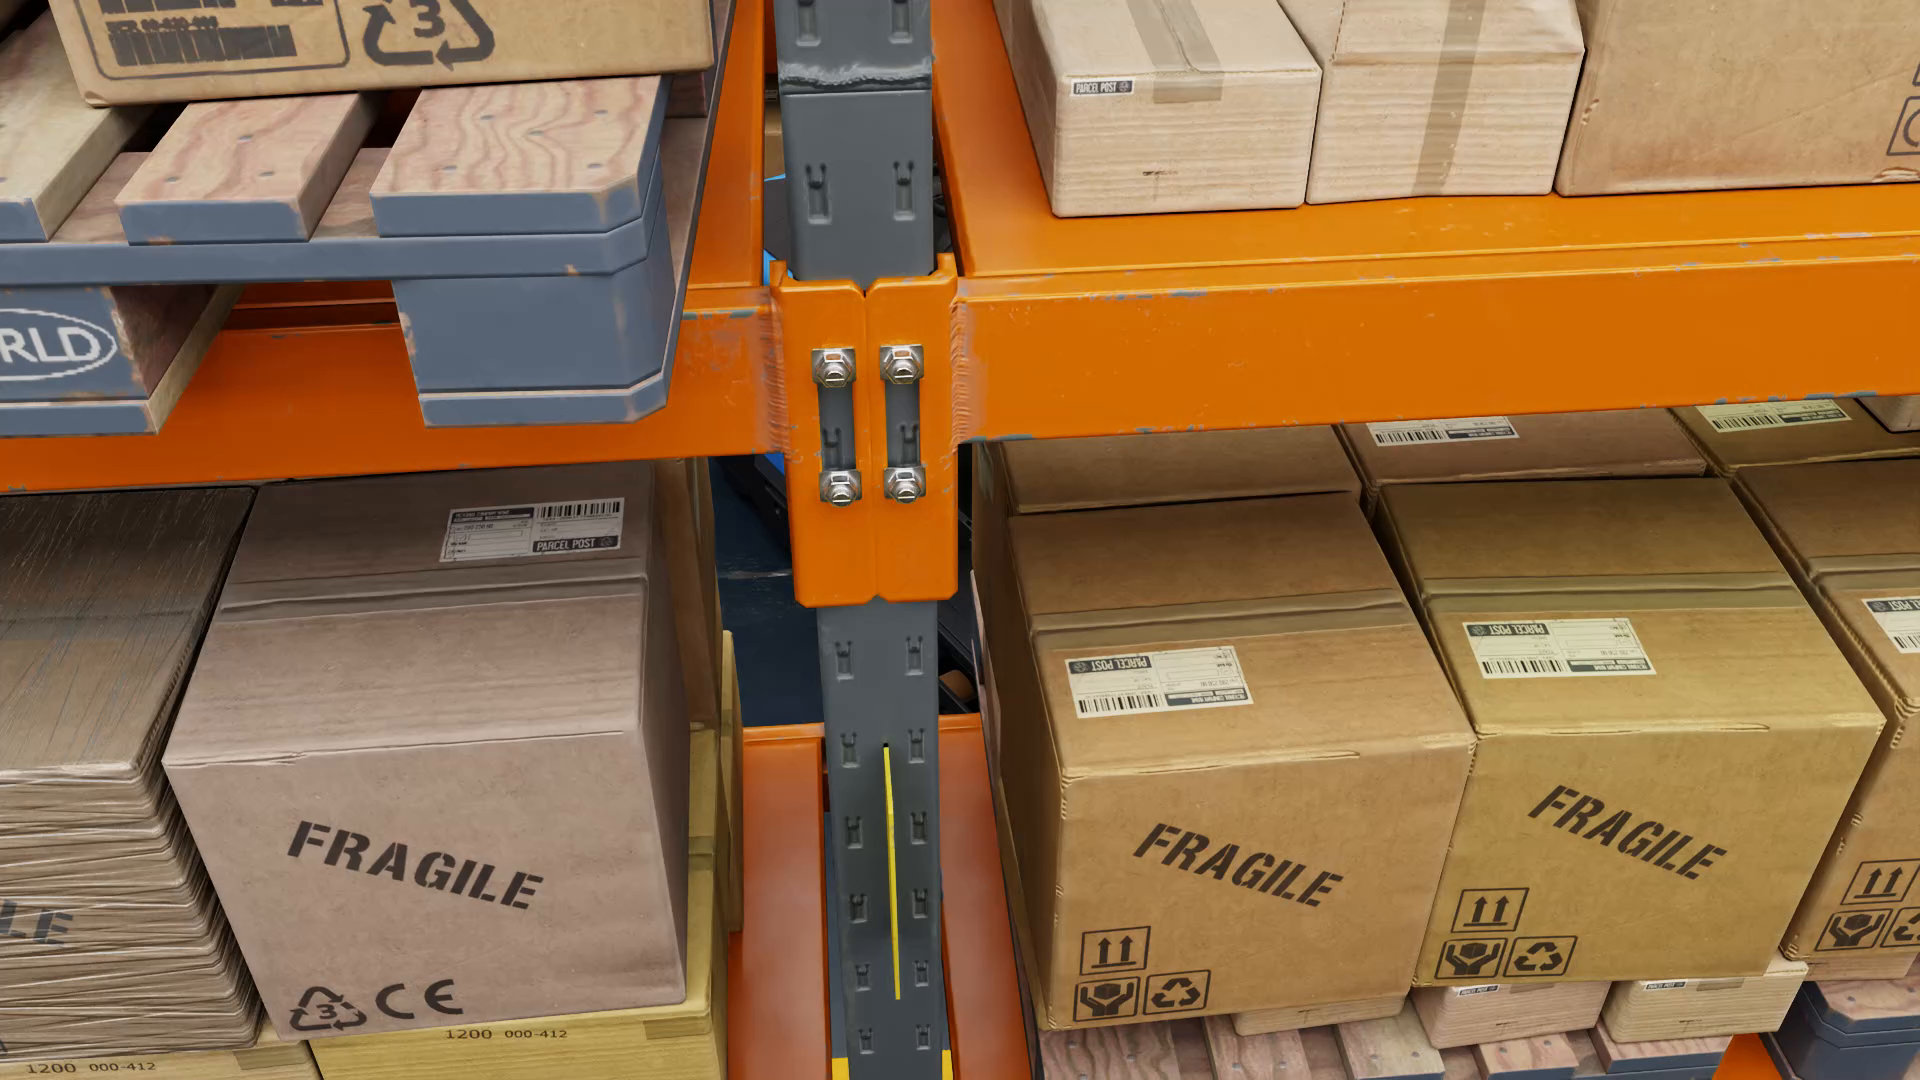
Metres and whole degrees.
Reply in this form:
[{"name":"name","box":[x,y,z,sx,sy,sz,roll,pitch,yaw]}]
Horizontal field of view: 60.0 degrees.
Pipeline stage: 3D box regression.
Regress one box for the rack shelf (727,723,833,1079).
[{"name":"rack shelf","box":[-2.122,0.891,2.780,4.000,0.370,1.077,-3,38,-4]}]

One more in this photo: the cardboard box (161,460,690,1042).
[{"name":"cardboard box","box":[-0.622,0.257,2.115,0.500,0.500,0.500,-4,38,-5]}]

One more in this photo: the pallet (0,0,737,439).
[{"name":"pallet","box":[-0.767,-0.537,1.740,1.003,0.211,1.213,-1,38,-2]}]

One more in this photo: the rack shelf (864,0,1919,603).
[{"name":"rack shelf","box":[1.862,-0.506,2.129,4.000,0.370,1.077,-3,38,-4]}]

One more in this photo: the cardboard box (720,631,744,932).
[{"name":"cardboard box","box":[-0.640,0.429,2.906,0.500,0.250,0.500,-4,38,-5]}]

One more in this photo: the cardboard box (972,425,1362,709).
[{"name":"cardboard box","box":[0.298,-0.019,2.692,0.500,0.500,0.500,-4,38,-5]}]

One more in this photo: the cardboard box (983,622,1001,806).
[{"name":"cardboard box","box":[0.176,0.269,2.851,0.250,0.149,0.380,-2,38,-2]}]

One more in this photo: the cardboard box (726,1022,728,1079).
[{"name":"cardboard box","box":[-0.611,0.745,2.505,0.500,0.250,0.500,-4,38,-6]}]

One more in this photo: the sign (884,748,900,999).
[{"name":"sign","box":[-0.078,0.386,1.904,0.005,0.325,0.100,-3,38,-4]}]

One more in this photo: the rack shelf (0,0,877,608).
[{"name":"rack shelf","box":[-2.122,-0.287,1.851,4.000,0.370,1.077,-3,38,-4]}]

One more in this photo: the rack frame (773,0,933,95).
[{"name":"rack frame","box":[-0.130,-1.857,0.838,0.127,3.000,1.000,-3,38,-4]}]

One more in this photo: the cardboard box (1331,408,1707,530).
[{"name":"cardboard box","box":[0.812,-0.054,2.737,0.500,0.500,0.500,-4,38,-5]}]

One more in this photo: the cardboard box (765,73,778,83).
[{"name":"cardboard box","box":[-1.018,-1.897,7.412,0.500,0.500,0.500,-2,38,-2]}]

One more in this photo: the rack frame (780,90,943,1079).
[{"name":"rack frame","box":[-0.130,0.499,2.697,0.127,3.000,1.000,-3,38,-4]}]

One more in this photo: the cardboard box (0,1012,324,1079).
[{"name":"cardboard box","box":[-1.100,0.575,2.317,0.500,0.250,0.500,-4,38,-5]}]

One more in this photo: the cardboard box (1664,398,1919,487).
[{"name":"cardboard box","box":[1.315,-0.082,2.773,0.500,0.500,0.500,-6,39,-7]}]

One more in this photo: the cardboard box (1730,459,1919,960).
[{"name":"cardboard box","box":[1.385,0.230,2.378,0.500,0.500,0.500,-3,38,-3]}]

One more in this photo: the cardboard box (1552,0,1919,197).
[{"name":"cardboard box","box":[0.815,-0.764,1.795,0.500,0.500,0.700,-3,38,-4]}]

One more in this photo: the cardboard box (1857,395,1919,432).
[{"name":"cardboard box","box":[1.474,-0.341,2.577,0.250,0.149,0.380,-5,39,-6]}]

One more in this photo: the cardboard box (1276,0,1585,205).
[{"name":"cardboard box","box":[0.453,-0.553,1.716,0.258,0.266,0.396,-3,38,-4]}]

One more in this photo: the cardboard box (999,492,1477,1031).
[{"name":"cardboard box","box":[0.339,0.296,2.294,0.500,0.500,0.500,-4,38,-5]}]

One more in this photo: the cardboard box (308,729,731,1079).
[{"name":"cardboard box","box":[-0.590,0.545,2.356,0.500,0.250,0.500,-3,38,-4]}]

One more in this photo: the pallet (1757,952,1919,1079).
[{"name":"pallet","box":[1.838,0.440,2.926,1.213,0.211,1.003,-3,38,-4]}]

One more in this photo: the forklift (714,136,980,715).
[{"name":"forklift","box":[0.348,-0.831,4.436,1.130,2.935,3.031,-23,44,-26]}]

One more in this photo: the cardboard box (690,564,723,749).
[{"name":"cardboard box","box":[-0.657,0.237,2.746,0.500,0.250,0.500,-3,38,-4]}]

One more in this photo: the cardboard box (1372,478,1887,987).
[{"name":"cardboard box","box":[0.857,0.263,2.335,0.500,0.500,0.500,-1,38,-2]}]

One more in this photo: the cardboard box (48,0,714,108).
[{"name":"cardboard box","box":[-0.492,-0.771,1.461,0.637,0.503,0.797,-5,39,-7]}]

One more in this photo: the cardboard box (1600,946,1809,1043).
[{"name":"cardboard box","box":[1.047,0.546,2.501,0.250,0.149,0.380,-3,38,-4]}]

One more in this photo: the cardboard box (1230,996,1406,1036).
[{"name":"cardboard box","box":[0.495,0.534,2.515,0.250,0.149,0.380,-5,39,-7]}]

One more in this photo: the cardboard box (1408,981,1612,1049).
[{"name":"cardboard box","box":[0.771,0.548,2.498,0.250,0.149,0.380,-6,39,-7]}]

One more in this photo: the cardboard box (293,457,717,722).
[{"name":"cardboard box","box":[-0.643,-0.057,2.513,0.500,0.500,0.500,-4,38,-5]}]

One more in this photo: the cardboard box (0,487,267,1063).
[{"name":"cardboard box","box":[-1.132,0.290,2.073,0.500,0.500,0.500,-3,38,-3]}]

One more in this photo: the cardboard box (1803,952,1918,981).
[{"name":"cardboard box","box":[1.280,0.484,2.579,0.250,0.149,0.380,-1,38,-1]}]

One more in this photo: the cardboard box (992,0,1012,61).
[{"name":"cardboard box","box":[0.165,-0.727,2.031,0.250,0.149,0.380,-3,38,-4]}]

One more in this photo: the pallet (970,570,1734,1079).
[{"name":"pallet","box":[0.570,0.469,2.889,1.003,0.211,1.213,-3,38,-4]}]

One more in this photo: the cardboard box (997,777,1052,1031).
[{"name":"cardboard box","box":[0.210,0.529,2.521,0.250,0.149,0.380,-5,39,-7]}]

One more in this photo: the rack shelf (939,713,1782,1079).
[{"name":"rack shelf","box":[1.862,0.671,3.058,4.000,0.370,1.077,-3,38,-4]}]

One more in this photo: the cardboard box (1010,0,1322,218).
[{"name":"cardboard box","box":[0.199,-0.493,1.734,0.250,0.149,0.380,-3,38,-4]}]

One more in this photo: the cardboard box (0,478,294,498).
[{"name":"cardboard box","box":[-1.136,-0.024,2.471,0.500,0.500,0.500,-3,38,-4]}]

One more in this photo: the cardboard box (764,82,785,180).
[{"name":"cardboard box","box":[-0.976,-1.592,7.024,0.500,0.500,0.500,-2,38,-3]}]
